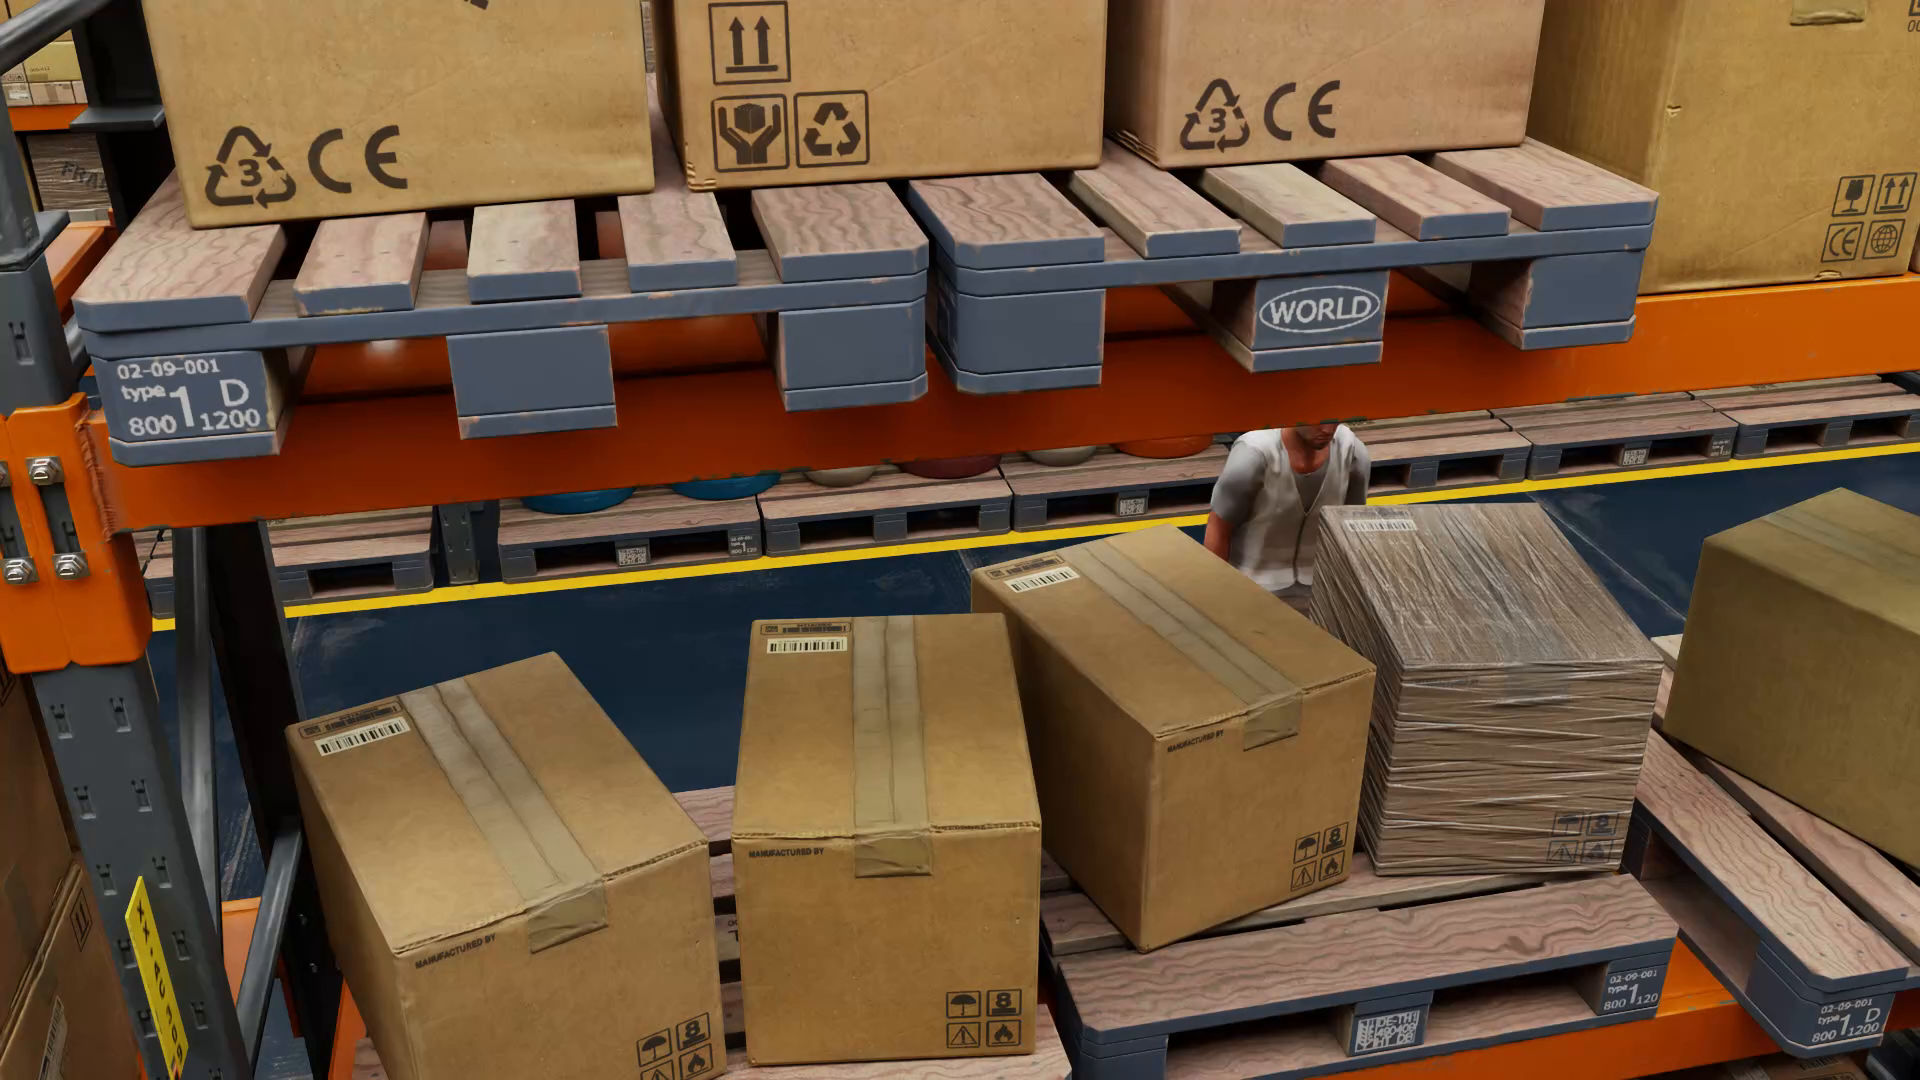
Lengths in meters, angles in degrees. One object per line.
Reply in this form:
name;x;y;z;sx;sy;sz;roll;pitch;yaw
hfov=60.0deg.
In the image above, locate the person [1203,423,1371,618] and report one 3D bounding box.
person;1.112;0.197;5.703;0.612;1.779;0.455;-6;27;-12
